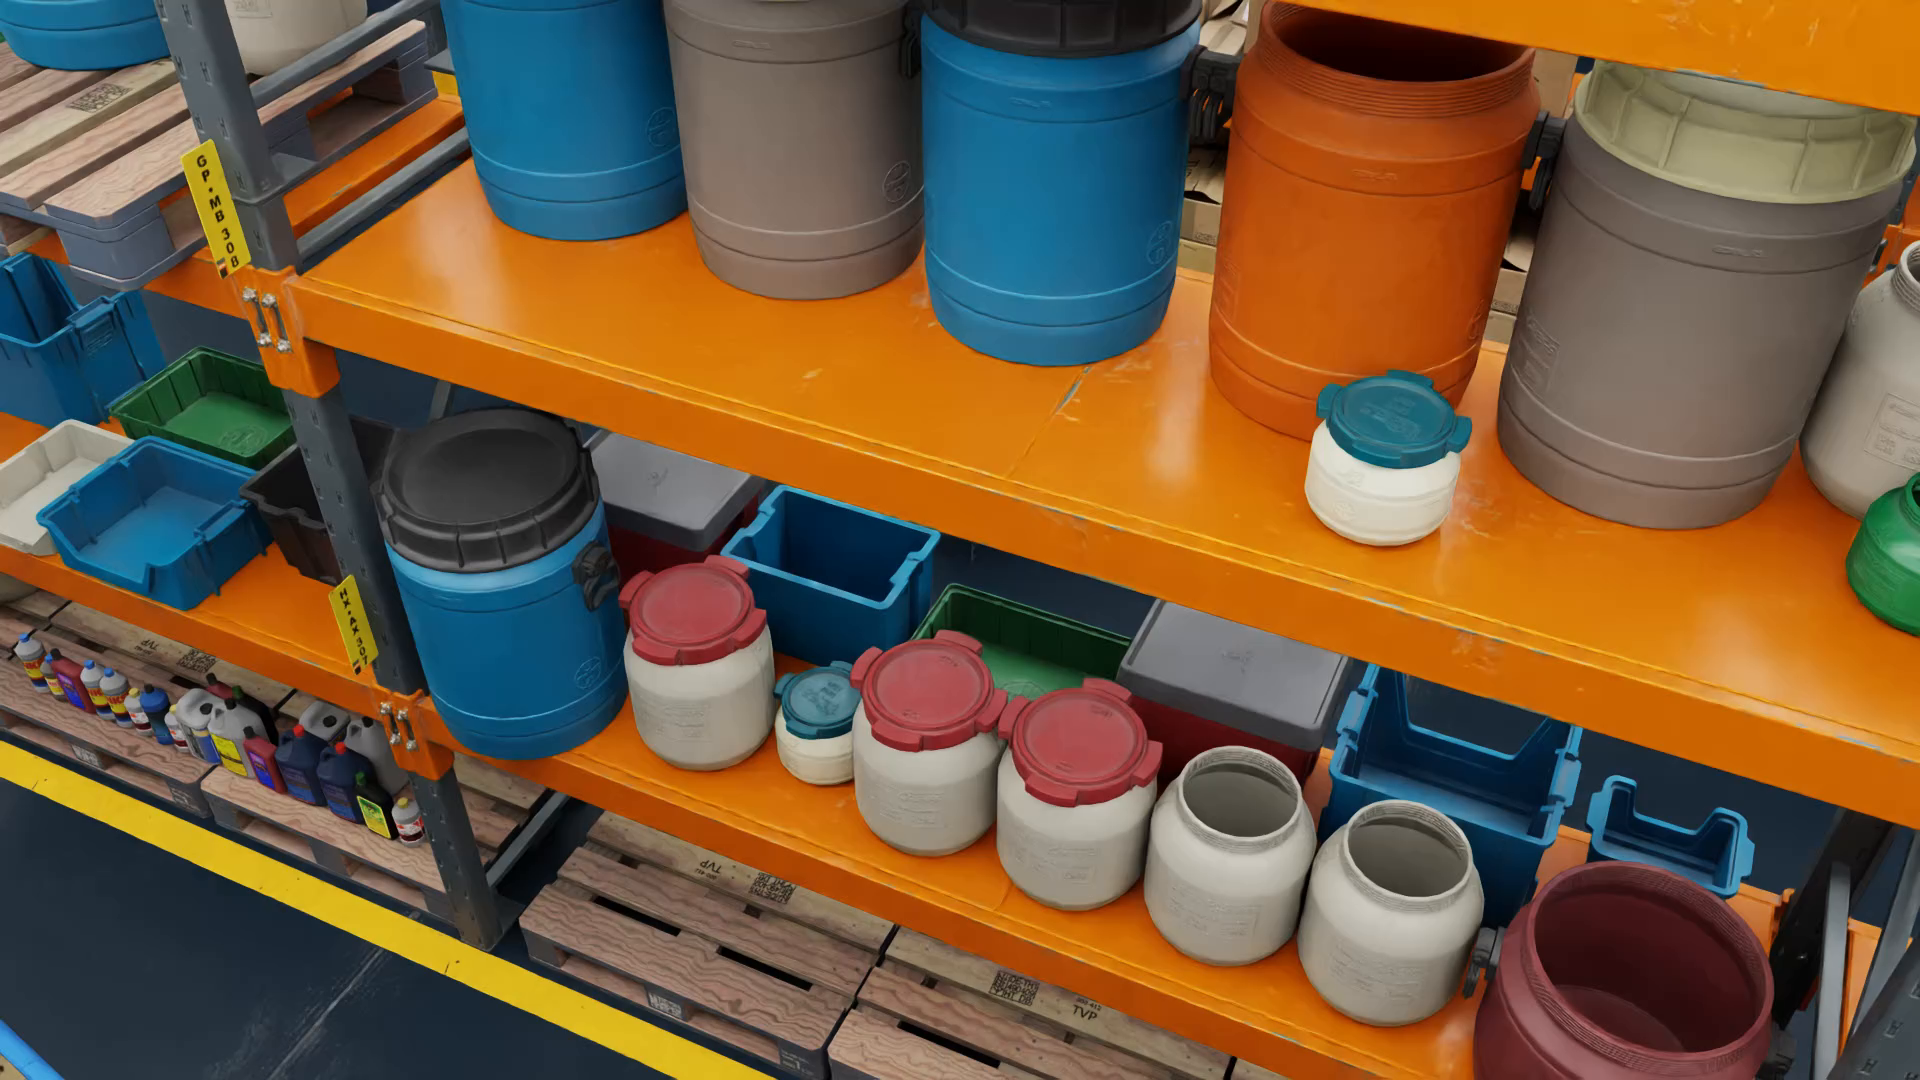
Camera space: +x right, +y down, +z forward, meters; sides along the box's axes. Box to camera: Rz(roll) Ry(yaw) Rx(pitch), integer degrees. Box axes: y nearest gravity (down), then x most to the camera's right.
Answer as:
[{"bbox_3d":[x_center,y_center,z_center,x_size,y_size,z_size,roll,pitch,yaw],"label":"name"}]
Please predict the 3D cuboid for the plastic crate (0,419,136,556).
[{"bbox_3d":[-3.101,-0.169,5.740,0.437,0.136,0.530,17,44,19],"label":"plastic crate"}]

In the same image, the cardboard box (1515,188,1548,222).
[{"bbox_3d":[2.908,-1.735,8.696,0.500,0.311,0.500,16,43,17],"label":"cardboard box"}]

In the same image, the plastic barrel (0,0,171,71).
[{"bbox_3d":[-2.380,-1.790,4.416,0.708,0.901,0.600,17,44,19],"label":"plastic barrel"}]

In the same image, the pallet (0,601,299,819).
[{"bbox_3d":[-3.223,0.536,6.854,1.213,0.211,1.003,17,44,19],"label":"pallet"}]

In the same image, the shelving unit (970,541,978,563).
[{"bbox_3d":[0.007,-0.338,7.337,0.210,0.900,0.258,17,44,19],"label":"shelving unit"}]

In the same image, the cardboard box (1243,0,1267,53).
[{"bbox_3d":[1.741,-2.578,8.242,0.500,0.500,0.500,20,45,22],"label":"cardboard box"}]

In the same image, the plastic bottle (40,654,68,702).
[{"bbox_3d":[-3.543,0.530,6.533,0.097,0.201,0.097,0,41,0],"label":"plastic bottle"}]

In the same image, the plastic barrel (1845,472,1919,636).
[{"bbox_3d":[1.857,0.025,3.143,0.294,0.245,0.294,0,41,0],"label":"plastic barrel"}]

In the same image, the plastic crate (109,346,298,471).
[{"bbox_3d":[-2.634,-0.433,6.005,0.662,0.188,0.450,17,44,19],"label":"plastic crate"}]

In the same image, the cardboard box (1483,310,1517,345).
[{"bbox_3d":[2.697,-1.203,8.511,0.500,0.250,0.500,18,44,20],"label":"cardboard box"}]

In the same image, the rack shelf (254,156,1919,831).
[{"bbox_3d":[0.290,-0.277,3.923,4.000,0.370,1.077,17,44,19],"label":"rack shelf"}]

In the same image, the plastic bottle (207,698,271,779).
[{"bbox_3d":[-2.695,0.715,6.205,0.185,0.351,0.144,17,44,18],"label":"plastic bottle"}]

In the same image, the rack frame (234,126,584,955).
[{"bbox_3d":[-1.523,0.030,5.309,0.127,3.000,1.000,17,44,19],"label":"rack frame"}]

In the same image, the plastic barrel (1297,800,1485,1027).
[{"bbox_3d":[1.080,0.938,4.176,0.421,0.512,0.421,0,41,0],"label":"plastic barrel"}]

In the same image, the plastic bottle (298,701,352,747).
[{"bbox_3d":[-2.362,0.738,6.236,0.135,0.276,0.152,17,44,19],"label":"plastic bottle"}]

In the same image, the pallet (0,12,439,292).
[{"bbox_3d":[-2.218,-1.173,4.552,1.003,0.211,1.213,17,44,19],"label":"pallet"}]

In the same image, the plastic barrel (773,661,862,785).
[{"bbox_3d":[-0.388,0.540,4.826,0.301,0.262,0.301,0,41,0],"label":"plastic barrel"}]

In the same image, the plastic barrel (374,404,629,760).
[{"bbox_3d":[-1.301,0.128,4.814,0.708,0.901,0.600,17,44,19],"label":"plastic barrel"}]

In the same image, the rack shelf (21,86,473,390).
[{"bbox_3d":[-3.335,-1.385,5.201,4.000,0.370,1.077,17,44,19],"label":"rack shelf"}]

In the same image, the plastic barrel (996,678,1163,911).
[{"bbox_3d":[0.308,0.697,4.436,0.433,0.535,0.433,0,41,0],"label":"plastic barrel"}]

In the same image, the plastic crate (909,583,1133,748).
[{"bbox_3d":[0.175,0.425,5.015,0.662,0.188,0.450,17,44,19],"label":"plastic crate"}]

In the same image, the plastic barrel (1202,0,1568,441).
[{"bbox_3d":[0.857,-0.695,3.527,0.708,0.830,0.600,17,44,19],"label":"plastic barrel"}]

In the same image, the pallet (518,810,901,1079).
[{"bbox_3d":[-0.795,1.279,5.998,1.213,0.211,1.003,17,44,19],"label":"pallet"}]

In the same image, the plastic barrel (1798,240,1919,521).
[{"bbox_3d":[1.950,-0.305,3.321,0.421,0.512,0.421,0,41,0],"label":"plastic barrel"}]

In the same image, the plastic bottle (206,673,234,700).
[{"bbox_3d":[-2.796,0.630,6.355,0.133,0.283,0.061,17,44,19],"label":"plastic bottle"}]

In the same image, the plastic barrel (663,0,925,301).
[{"bbox_3d":[-0.377,-1.099,3.939,0.600,0.901,0.600,0,41,0],"label":"plastic barrel"}]

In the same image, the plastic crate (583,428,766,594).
[{"bbox_3d":[-0.955,-0.041,5.342,0.583,0.464,0.402,17,44,19],"label":"plastic crate"}]

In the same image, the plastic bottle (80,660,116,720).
[{"bbox_3d":[-3.326,0.569,6.434,0.097,0.271,0.097,0,41,0],"label":"plastic bottle"}]

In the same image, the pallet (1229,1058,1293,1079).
[{"bbox_3d":[1.416,1.954,5.218,1.213,0.211,1.003,17,44,19],"label":"pallet"}]

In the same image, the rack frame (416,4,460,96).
[{"bbox_3d":[-3.050,-4.016,9.977,0.127,3.000,1.000,17,44,19],"label":"rack frame"}]

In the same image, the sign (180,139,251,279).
[{"bbox_3d":[-1.765,-0.783,3.950,0.005,0.325,0.100,17,44,19],"label":"sign"}]

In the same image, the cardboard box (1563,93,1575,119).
[{"bbox_3d":[3.020,-2.026,7.873,0.250,0.149,0.380,20,45,22],"label":"cardboard box"}]

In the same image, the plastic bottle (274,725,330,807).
[{"bbox_3d":[-2.402,0.805,6.102,0.185,0.351,0.144,15,43,17],"label":"plastic bottle"}]

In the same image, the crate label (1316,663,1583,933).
[{"bbox_3d":[1.316,0.689,4.522,0.616,0.435,0.502,17,44,19],"label":"crate label"}]

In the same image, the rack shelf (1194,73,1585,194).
[{"bbox_3d":[2.387,-2.083,8.296,4.000,0.370,1.077,17,44,19],"label":"rack shelf"}]

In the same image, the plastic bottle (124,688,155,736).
[{"bbox_3d":[-3.145,0.651,6.393,0.097,0.201,0.097,0,41,0],"label":"plastic bottle"}]

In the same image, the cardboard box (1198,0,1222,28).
[{"bbox_3d":[1.040,-2.741,8.621,0.500,0.250,0.500,20,45,21],"label":"cardboard box"}]

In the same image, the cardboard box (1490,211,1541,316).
[{"bbox_3d":[2.691,-1.413,8.324,0.500,0.311,0.500,17,44,18],"label":"cardboard box"}]

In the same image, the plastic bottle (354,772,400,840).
[{"bbox_3d":[-2.098,0.953,5.982,0.133,0.283,0.061,19,44,21],"label":"plastic bottle"}]

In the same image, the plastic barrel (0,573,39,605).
[{"bbox_3d":[-4.065,-0.020,6.946,0.421,0.512,0.421,0,41,0],"label":"plastic barrel"}]

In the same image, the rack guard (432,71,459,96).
[{"bbox_3d":[-3.072,-3.078,10.804,0.348,0.500,1.175,17,44,19],"label":"rack guard"}]

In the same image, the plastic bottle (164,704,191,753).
[{"bbox_3d":[-2.959,0.708,6.328,0.097,0.201,0.097,0,41,0],"label":"plastic bottle"}]

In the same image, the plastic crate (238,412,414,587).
[{"bbox_3d":[-1.943,-0.167,5.583,0.504,0.338,0.767,17,44,19],"label":"plastic crate"}]
